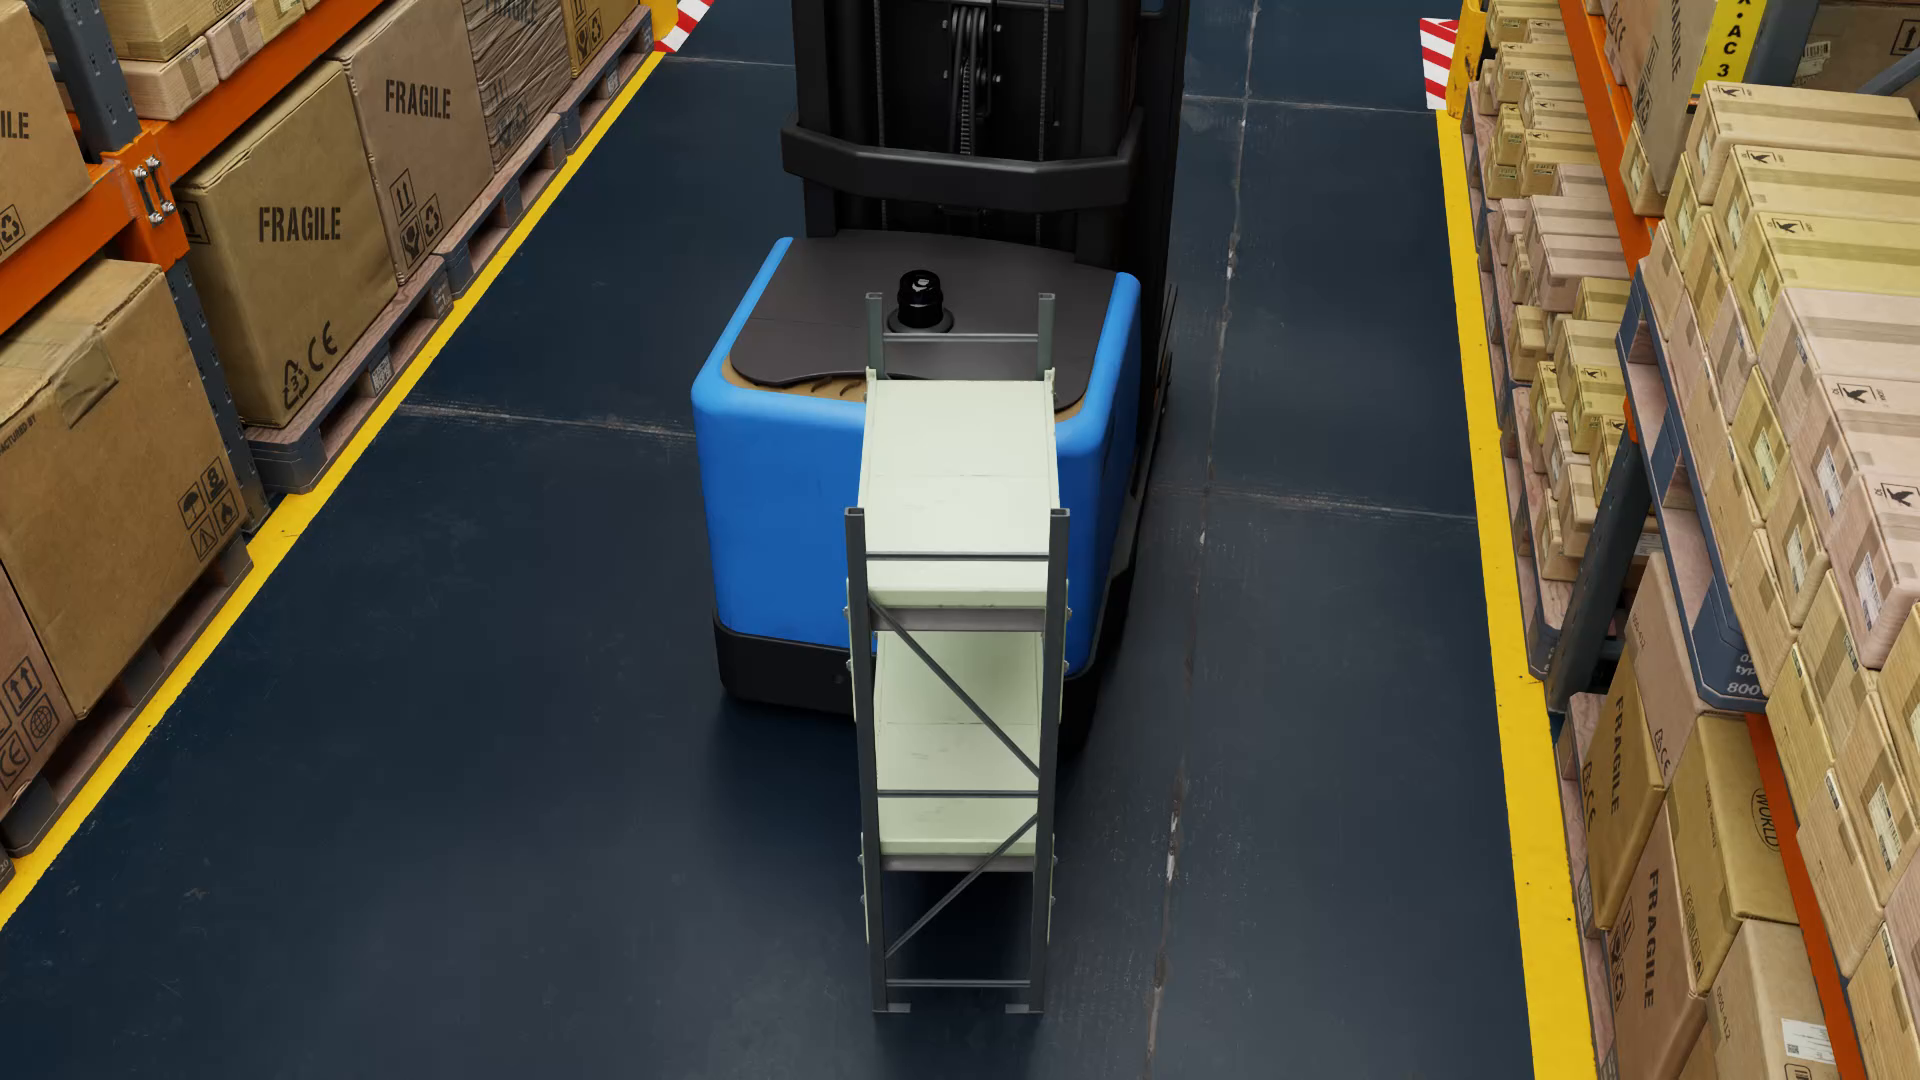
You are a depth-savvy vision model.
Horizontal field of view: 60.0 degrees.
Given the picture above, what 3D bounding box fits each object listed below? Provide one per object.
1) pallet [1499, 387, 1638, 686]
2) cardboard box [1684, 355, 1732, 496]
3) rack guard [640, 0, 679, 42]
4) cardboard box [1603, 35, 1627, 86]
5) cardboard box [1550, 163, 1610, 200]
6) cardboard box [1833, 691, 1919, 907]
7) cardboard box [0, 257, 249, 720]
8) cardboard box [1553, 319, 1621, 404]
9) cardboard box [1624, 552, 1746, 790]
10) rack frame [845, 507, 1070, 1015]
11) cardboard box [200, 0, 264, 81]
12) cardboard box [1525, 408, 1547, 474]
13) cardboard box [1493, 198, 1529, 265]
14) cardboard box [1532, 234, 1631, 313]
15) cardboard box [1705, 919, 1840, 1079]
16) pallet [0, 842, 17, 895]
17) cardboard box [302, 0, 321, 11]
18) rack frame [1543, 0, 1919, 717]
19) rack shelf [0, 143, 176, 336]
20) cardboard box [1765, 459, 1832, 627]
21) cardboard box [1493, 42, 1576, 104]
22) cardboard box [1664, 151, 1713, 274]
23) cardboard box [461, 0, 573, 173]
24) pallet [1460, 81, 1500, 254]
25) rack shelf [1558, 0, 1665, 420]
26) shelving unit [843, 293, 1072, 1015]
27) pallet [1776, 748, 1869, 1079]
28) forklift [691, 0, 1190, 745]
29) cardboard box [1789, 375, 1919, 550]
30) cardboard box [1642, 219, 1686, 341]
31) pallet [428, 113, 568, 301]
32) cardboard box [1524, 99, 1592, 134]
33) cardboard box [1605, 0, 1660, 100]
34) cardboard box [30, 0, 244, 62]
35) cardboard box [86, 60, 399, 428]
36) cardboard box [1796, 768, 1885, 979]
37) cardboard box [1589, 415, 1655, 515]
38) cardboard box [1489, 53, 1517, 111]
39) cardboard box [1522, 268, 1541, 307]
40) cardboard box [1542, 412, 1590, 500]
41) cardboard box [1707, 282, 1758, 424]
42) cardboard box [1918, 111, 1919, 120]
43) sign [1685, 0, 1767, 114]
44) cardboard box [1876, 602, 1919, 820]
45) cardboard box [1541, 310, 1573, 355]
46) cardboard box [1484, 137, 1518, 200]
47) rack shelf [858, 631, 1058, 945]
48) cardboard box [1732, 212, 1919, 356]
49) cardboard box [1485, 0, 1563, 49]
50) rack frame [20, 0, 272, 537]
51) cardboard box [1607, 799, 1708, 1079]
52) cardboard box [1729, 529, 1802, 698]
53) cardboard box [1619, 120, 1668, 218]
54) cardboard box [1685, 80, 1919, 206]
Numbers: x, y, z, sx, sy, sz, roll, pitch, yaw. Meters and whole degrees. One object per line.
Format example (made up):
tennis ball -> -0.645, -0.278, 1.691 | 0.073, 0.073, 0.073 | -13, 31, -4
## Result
pallet -> 2.230, -0.002, 5.087 | 1.003, 0.211, 1.213 | 6, 40, 8
cardboard box -> 1.538, -0.189, 2.992 | 0.380, 0.149, 0.250 | 7, 40, 8
rack guard -> -2.023, -2.824, 8.273 | 1.175, 0.500, 0.348 | 6, 40, 8
cardboard box -> 2.096, -1.427, 4.819 | 0.380, 0.149, 0.250 | 5, 40, 6
cardboard box -> 2.258, -1.166, 5.747 | 0.380, 0.149, 0.250 | 6, 40, 8
cardboard box -> 1.359, 0.347, 2.110 | 0.380, 0.149, 0.250 | 6, 40, 7
cardboard box -> -2.810, -0.201, 4.477 | 1.225, 0.875, 0.875 | 7, 40, 8
cardboard box -> 1.995, -0.517, 4.963 | 0.380, 0.149, 0.250 | 6, 40, 7
cardboard box -> 1.760, 0.296, 3.582 | 0.500, 0.250, 0.500 | 5, 40, 6
rack frame -> -0.005, 0.527, 3.435 | 0.400, 1.500, 0.023 | 0, 40, 0
cardboard box -> -2.295, -1.479, 4.881 | 0.380, 0.149, 0.250 | 5, 40, 6
cardboard box -> 1.990, -0.325, 5.197 | 0.380, 0.149, 0.250 | 5, 40, 6
cardboard box -> 2.202, -1.136, 6.177 | 0.380, 0.149, 0.250 | 5, 40, 6
cardboard box -> 2.072, -0.852, 5.367 | 0.380, 0.149, 0.250 | 5, 40, 6
cardboard box -> 1.578, 0.950, 2.791 | 0.500, 0.250, 0.500 | 8, 40, 9
pallet -> -2.987, 1.074, 3.786 | 1.003, 0.211, 1.213 | 6, 40, 8
cardboard box -> -2.206, -1.809, 5.281 | 0.380, 0.149, 0.250 | 5, 40, 6
rack frame -> 2.148, -0.651, 3.684 | 1.000, 3.000, 0.127 | 6, 40, 8
rack shelf -> -3.065, 0.271, 3.133 | 1.077, 0.370, 4.000 | 6, 40, 8
cardboard box -> 1.451, 0.023, 2.502 | 0.380, 0.149, 0.250 | 8, 40, 9
cardboard box -> 2.316, -1.832, 6.553 | 0.380, 0.149, 0.250 | 6, 40, 8
cardboard box -> 1.627, -0.634, 3.297 | 0.380, 0.149, 0.250 | 7, 40, 8
cardboard box -> -2.217, -2.133, 6.814 | 0.875, 0.875, 0.875 | 6, 40, 8
pallet -> 2.652, -1.533, 6.939 | 1.003, 0.211, 1.213 | 6, 40, 8
rack shelf -> 2.494, -1.629, 5.431 | 1.077, 0.370, 4.000 | 6, 40, 8
shelving unit -> -0.002, 0.294, 3.717 | 0.431, 1.500, 0.755 | 0, 40, 0
pallet -> 1.758, 0.686, 2.217 | 1.003, 0.211, 1.213 | 6, 40, 8
forklift -> 0.129, -1.523, 4.791 | 1.130, 2.935, 3.031 | 8, 40, 9
cardboard box -> 1.449, -0.096, 2.412 | 0.380, 0.149, 0.250 | 6, 40, 7
cardboard box -> 1.627, -0.520, 3.392 | 0.380, 0.149, 0.250 | 5, 40, 6
pallet -> -2.302, -1.423, 6.806 | 1.003, 0.211, 1.213 | 6, 40, 8
cardboard box -> 2.298, -1.495, 6.145 | 0.380, 0.149, 0.250 | 8, 40, 9
cardboard box -> 2.045, -1.465, 4.356 | 0.500, 0.500, 0.500 | 5, 40, 6
cardboard box -> -2.380, -1.584, 4.697 | 0.500, 0.250, 0.500 | 6, 40, 7
cardboard box -> -2.526, -1.010, 5.455 | 0.875, 0.875, 0.875 | 6, 40, 8
cardboard box -> 1.360, 0.458, 2.209 | 0.380, 0.149, 0.250 | 5, 40, 6
cardboard box -> 1.953, -0.196, 4.573 | 0.380, 0.149, 0.250 | 7, 40, 9
cardboard box -> 2.394, -1.873, 6.836 | 0.380, 0.149, 0.250 | 6, 40, 7
cardboard box -> 2.171, -0.804, 5.776 | 0.380, 0.149, 0.250 | 7, 40, 9
cardboard box -> 1.924, -0.233, 4.852 | 0.380, 0.149, 0.250 | 5, 40, 6
cardboard box -> 1.540, -0.310, 2.904 | 0.380, 0.149, 0.250 | 7, 40, 9
cardboard box -> 2.482, -1.087, 3.899 | 0.500, 0.500, 0.500 | 6, 40, 7
sign -> 1.613, -1.040, 3.474 | 0.100, 0.325, 0.005 | 6, 40, 8
cardboard box -> 1.361, 0.232, 2.016 | 0.380, 0.149, 0.250 | 8, 40, 9
cardboard box -> 2.118, -0.712, 5.431 | 0.380, 0.149, 0.250 | 7, 40, 9
cardboard box -> 2.281, -1.453, 6.561 | 0.380, 0.149, 0.250 | 7, 40, 8
rack shelf -> -0.002, 0.546, 3.925 | 0.431, 0.370, 0.720 | 0, 40, 0
cardboard box -> 1.538, -0.413, 2.796 | 0.380, 0.149, 0.250 | 7, 40, 8
cardboard box -> 2.415, -2.163, 6.953 | 0.380, 0.149, 0.250 | 5, 40, 6
rack frame -> -2.719, -1.262, 4.422 | 1.000, 3.000, 0.127 | 6, 40, 8
cardboard box -> 1.669, 0.917, 3.419 | 0.500, 0.500, 0.500 | 8, 40, 10
cardboard box -> 1.450, 0.129, 2.608 | 0.380, 0.149, 0.250 | 5, 40, 6
cardboard box -> 1.904, -0.933, 4.222 | 0.380, 0.149, 0.250 | 5, 40, 6
cardboard box -> 1.627, -0.749, 3.203 | 0.380, 0.149, 0.250 | 8, 40, 10
